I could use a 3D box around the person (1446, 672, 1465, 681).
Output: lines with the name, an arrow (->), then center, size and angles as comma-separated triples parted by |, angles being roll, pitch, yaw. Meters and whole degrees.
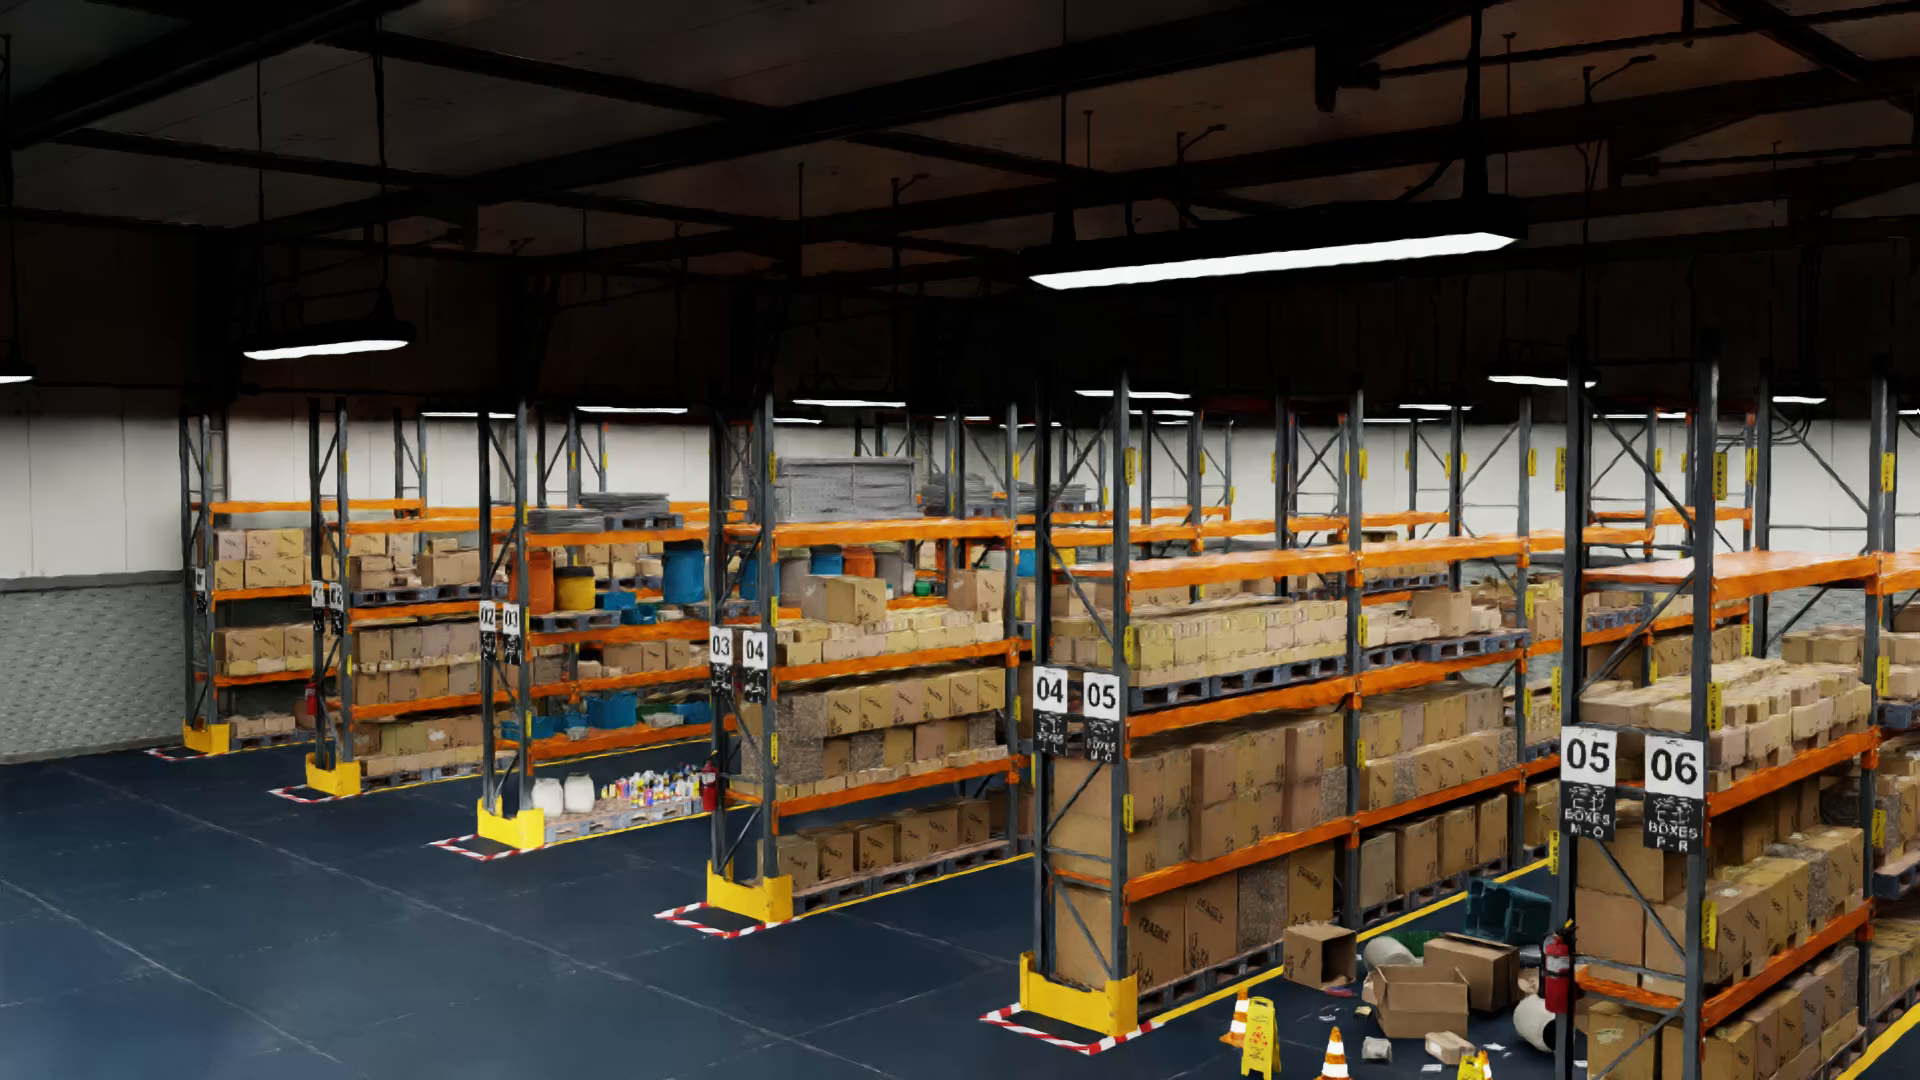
person -> 8.272, 2.802, 27.634 | 0.504, 1.788, 0.640 | 1, 3, 13
